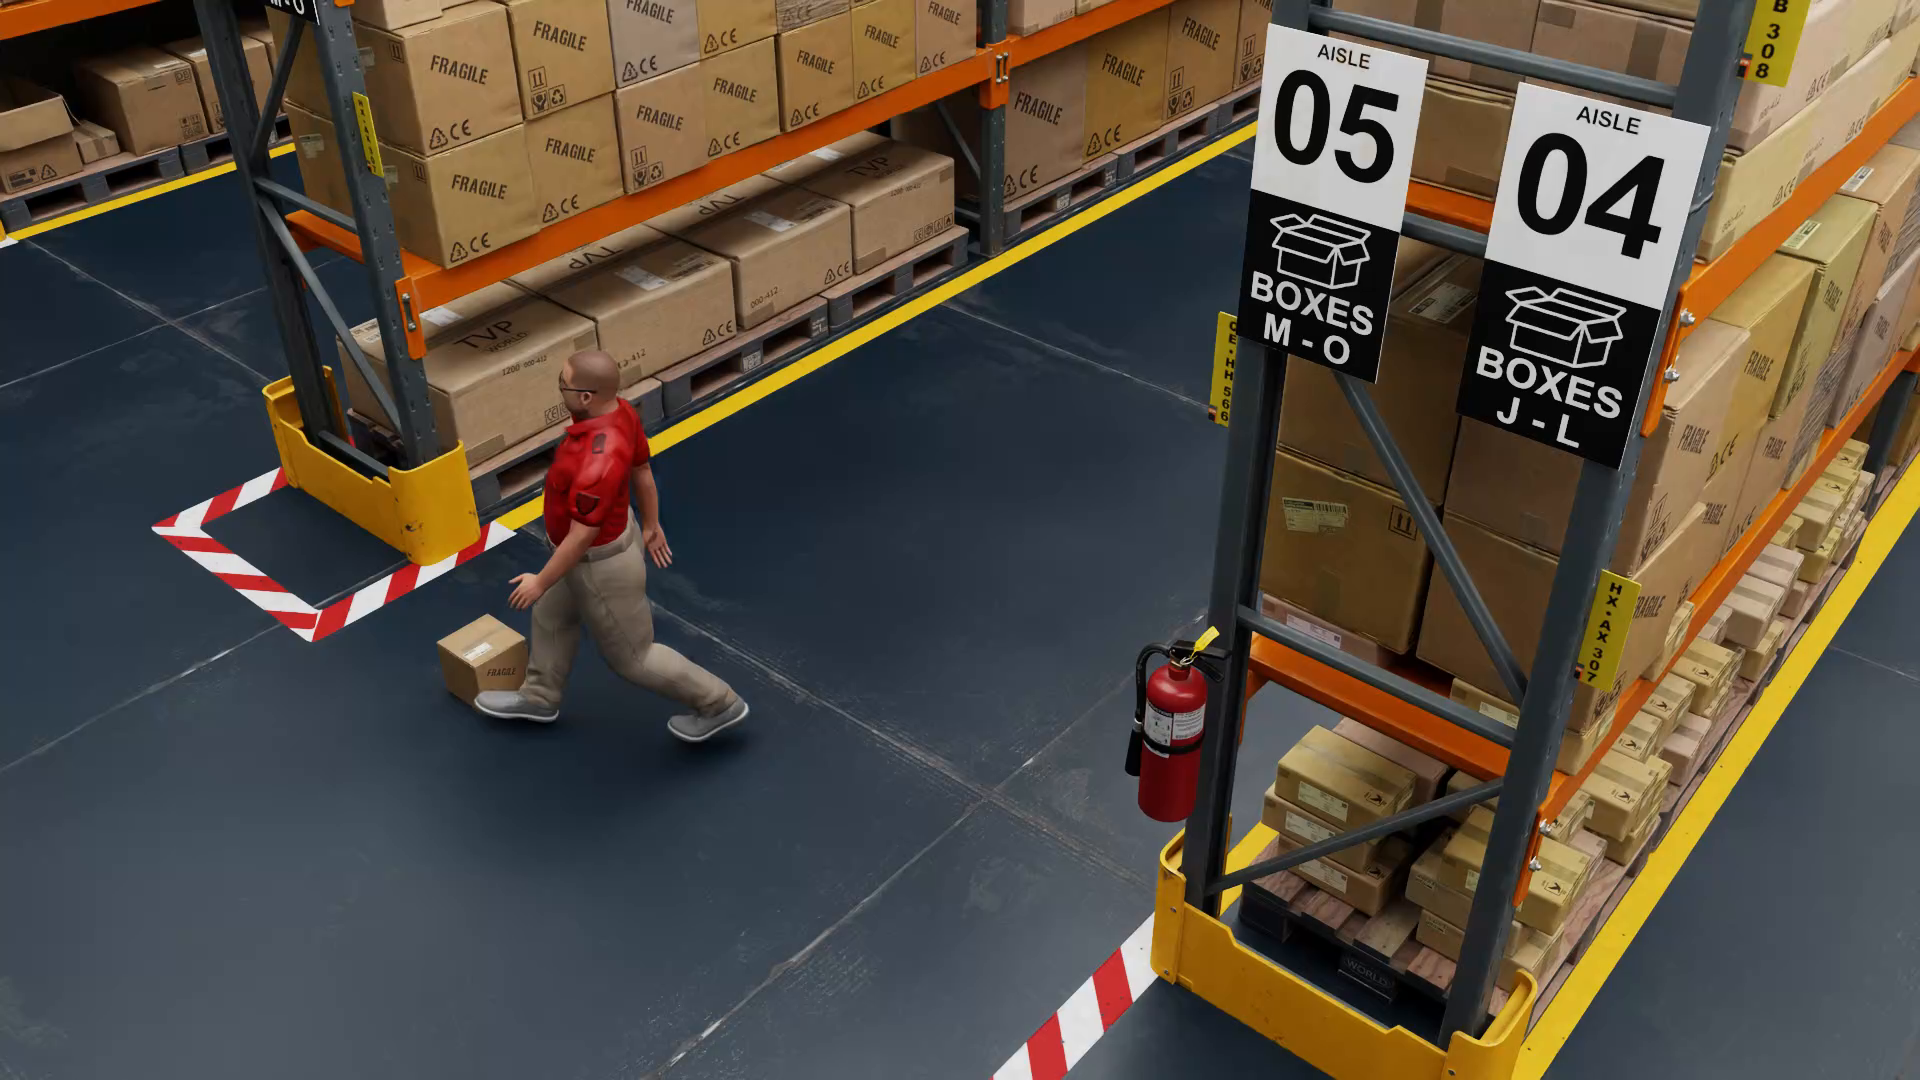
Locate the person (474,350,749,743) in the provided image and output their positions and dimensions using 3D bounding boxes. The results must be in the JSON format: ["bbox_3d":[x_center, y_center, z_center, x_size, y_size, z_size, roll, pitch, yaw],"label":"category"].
[{"bbox_3d":[-1.365,0.066,6.087,1.072,1.666,0.542,-5,35,-7],"label":"person"}]
